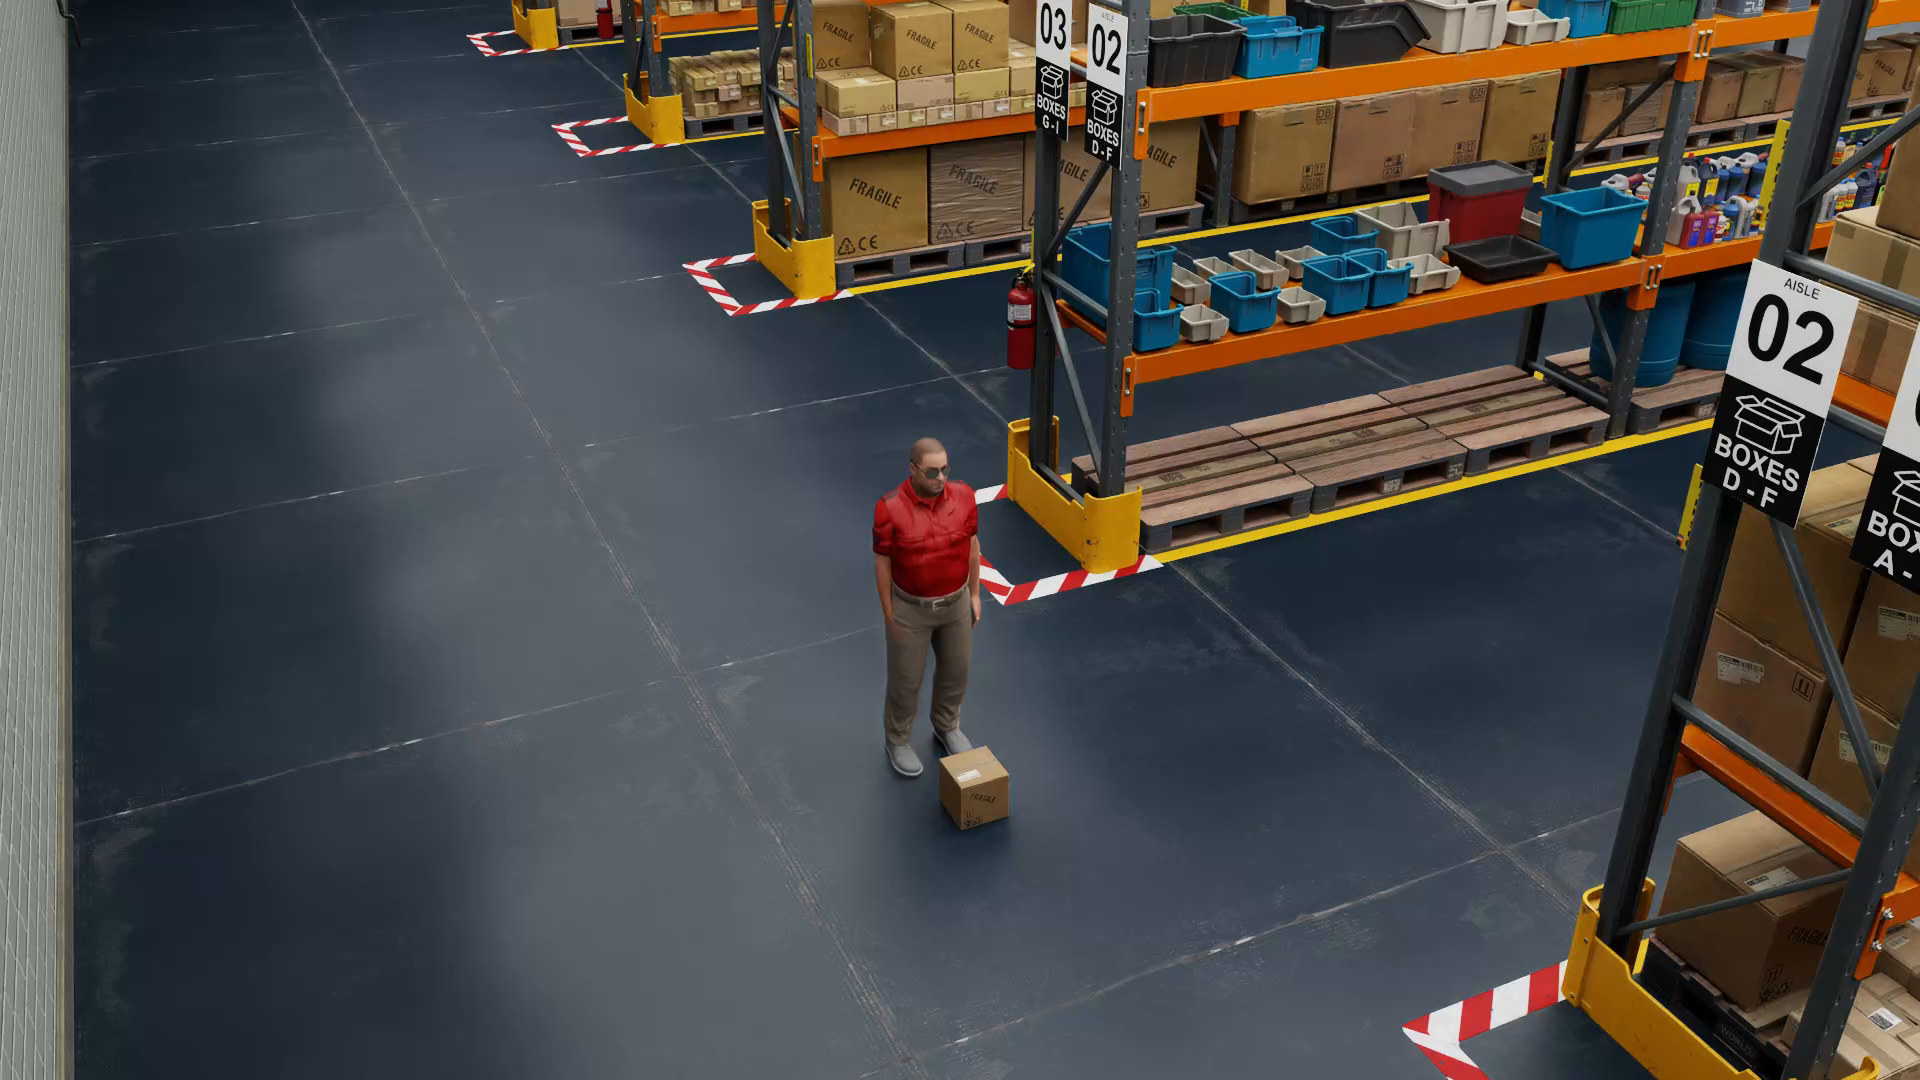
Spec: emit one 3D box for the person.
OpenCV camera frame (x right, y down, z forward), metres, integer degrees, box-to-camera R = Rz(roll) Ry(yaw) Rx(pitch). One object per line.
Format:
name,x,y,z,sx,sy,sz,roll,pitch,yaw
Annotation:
person,-0.131,0.316,7.916,0.527,1.724,0.360,-12,32,-21
